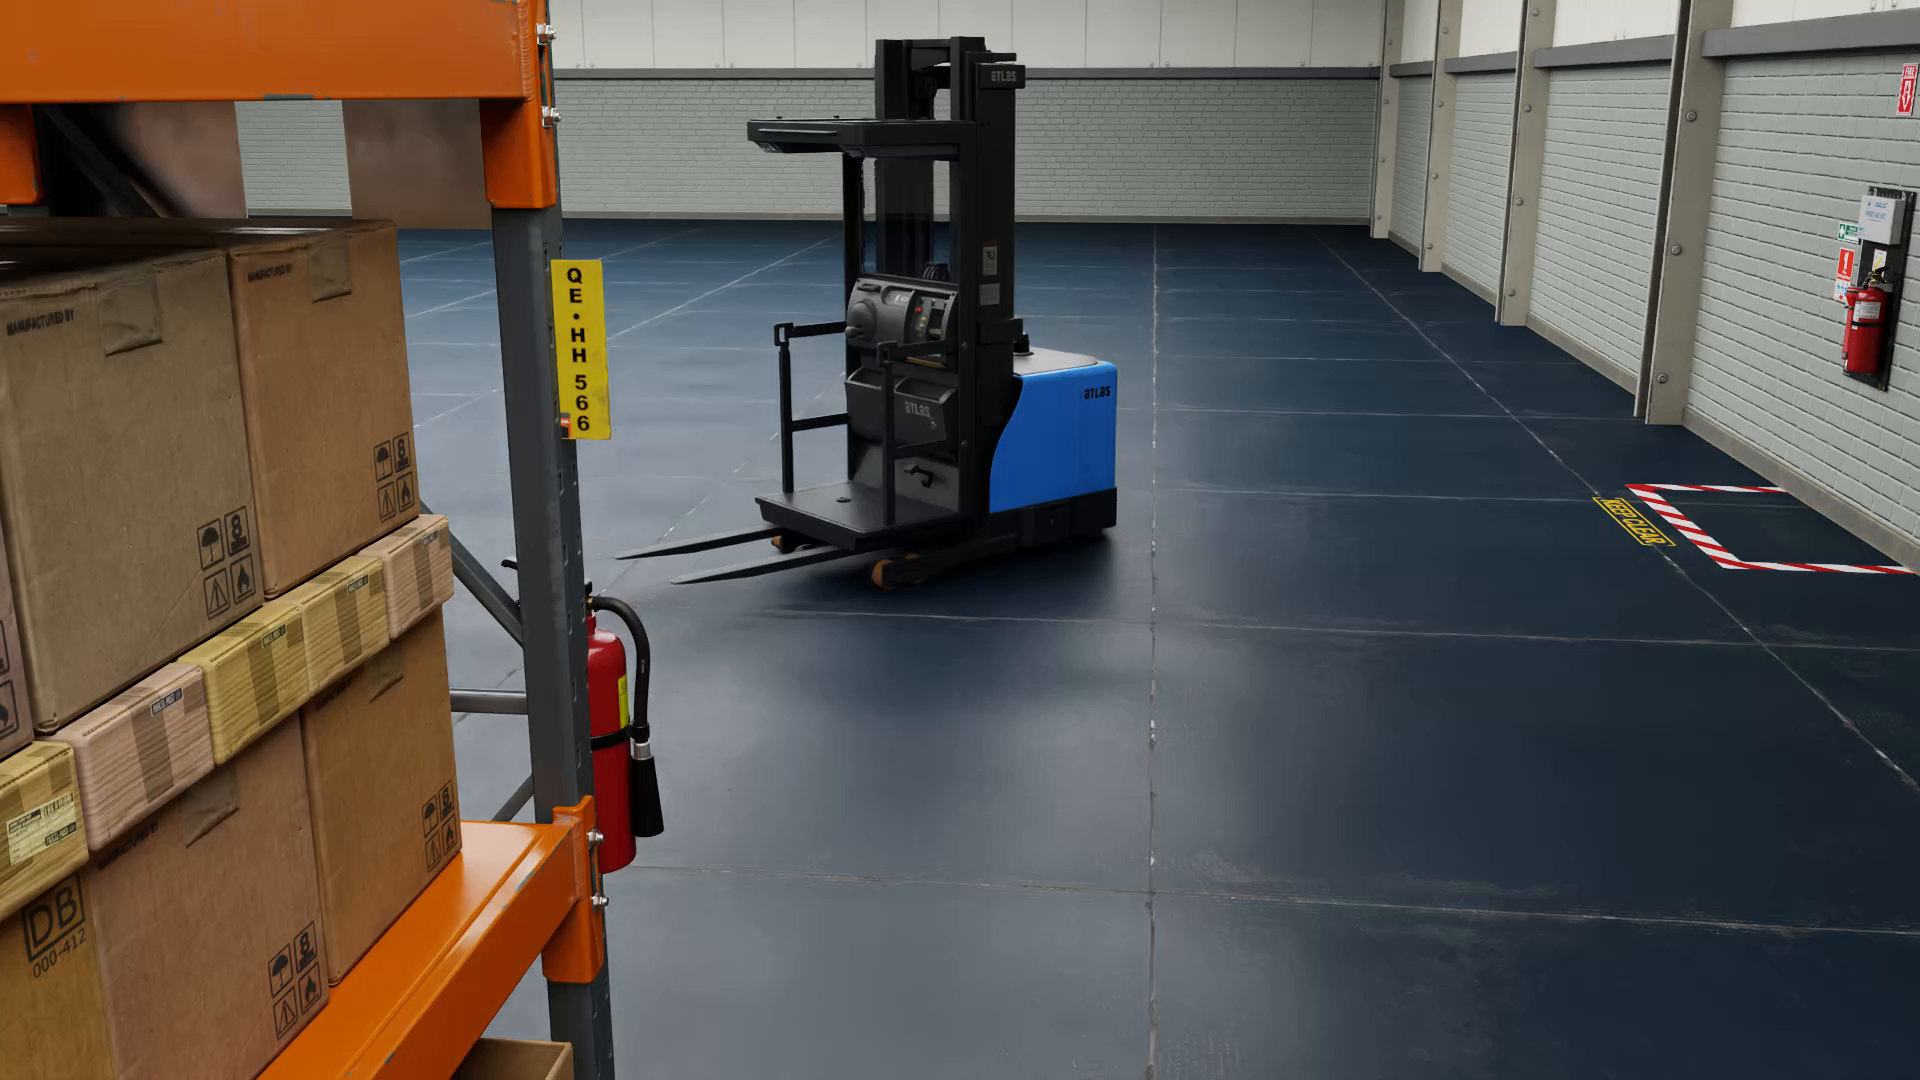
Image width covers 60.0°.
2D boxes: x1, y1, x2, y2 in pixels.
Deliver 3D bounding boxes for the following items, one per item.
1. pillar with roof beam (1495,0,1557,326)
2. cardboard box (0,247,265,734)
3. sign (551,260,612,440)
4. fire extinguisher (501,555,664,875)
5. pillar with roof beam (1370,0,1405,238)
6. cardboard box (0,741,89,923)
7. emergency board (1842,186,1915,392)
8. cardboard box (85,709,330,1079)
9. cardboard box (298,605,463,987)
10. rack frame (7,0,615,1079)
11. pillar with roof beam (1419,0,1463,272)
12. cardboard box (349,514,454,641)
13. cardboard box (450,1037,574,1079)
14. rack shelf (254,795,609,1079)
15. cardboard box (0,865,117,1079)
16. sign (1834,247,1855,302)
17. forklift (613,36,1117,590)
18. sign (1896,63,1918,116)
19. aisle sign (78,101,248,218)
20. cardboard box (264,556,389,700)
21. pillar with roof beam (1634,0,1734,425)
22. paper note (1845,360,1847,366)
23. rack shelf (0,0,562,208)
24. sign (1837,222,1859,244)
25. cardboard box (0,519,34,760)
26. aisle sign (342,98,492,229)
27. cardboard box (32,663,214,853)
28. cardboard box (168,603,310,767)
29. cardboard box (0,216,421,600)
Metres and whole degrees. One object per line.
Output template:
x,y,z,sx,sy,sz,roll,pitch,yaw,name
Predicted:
2.231,-7.028,18.914,9.100,9.000,0.400,2,15,6,pillar with roof beam
-1.351,-0.092,2.080,0.700,0.500,0.500,1,15,5,cardboard box
-0.688,-0.342,3.010,0.100,0.325,0.005,2,15,6,sign
-0.751,0.332,3.337,0.296,0.674,0.183,2,15,6,fire extinguisher
3.585,-10.140,30.424,9.100,9.000,0.400,2,15,6,pillar with roof beam
-1.197,0.322,1.790,0.380,0.149,0.250,2,15,8,cardboard box
5.471,-1.533,10.084,0.194,1.169,0.643,2,15,6,emergency board
-1.346,0.520,2.301,0.700,0.500,0.500,2,15,8,cardboard box
-1.291,0.384,2.805,0.700,0.500,0.500,2,15,6,cardboard box
-1.223,0.311,3.264,0.949,2.616,0.053,2,15,6,rack frame
2.908,-8.584,24.669,9.100,9.000,0.400,2,15,6,pillar with roof beam
-1.080,0.055,2.779,0.380,0.149,0.250,1,15,5,cardboard box
-0.991,1.222,2.924,0.500,0.500,0.500,2,15,6,cardboard box
-1.452,1.177,1.440,1.077,0.370,4.000,2,15,6,rack shelf
-1.408,0.649,1.825,0.700,0.500,0.500,2,15,7,cardboard box
5.636,-1.690,10.598,0.001,0.329,0.234,2,15,6,sign
-0.497,-1.296,9.338,3.031,2.935,1.130,-12,19,-38,forklift
5.571,-2.651,9.778,0.001,0.298,0.199,2,15,6,sign
-1.523,-0.970,3.021,0.394,0.787,0.004,2,15,6,aisle sign
-1.108,0.123,2.528,0.380,0.149,0.250,2,15,8,cardboard box
1.553,-5.472,13.159,9.100,9.000,0.400,2,15,6,pillar with roof beam
5.559,-1.151,10.361,0.016,0.148,0.142,2,15,6,paper note
-1.452,-0.271,1.048,1.077,0.370,4.000,2,15,6,rack shelf
5.626,-1.945,10.526,0.001,0.109,0.331,2,15,6,sign
-1.407,0.038,1.596,0.700,0.500,0.500,2,15,6,cardboard box
-0.927,-0.952,2.956,0.394,0.787,0.004,2,15,6,aisle sign
-1.167,0.254,2.042,0.380,0.149,0.250,2,15,7,cardboard box
-1.137,0.189,2.283,0.380,0.149,0.250,1,15,5,cardboard box
-1.297,-0.229,2.585,0.700,0.500,0.500,2,15,6,cardboard box
